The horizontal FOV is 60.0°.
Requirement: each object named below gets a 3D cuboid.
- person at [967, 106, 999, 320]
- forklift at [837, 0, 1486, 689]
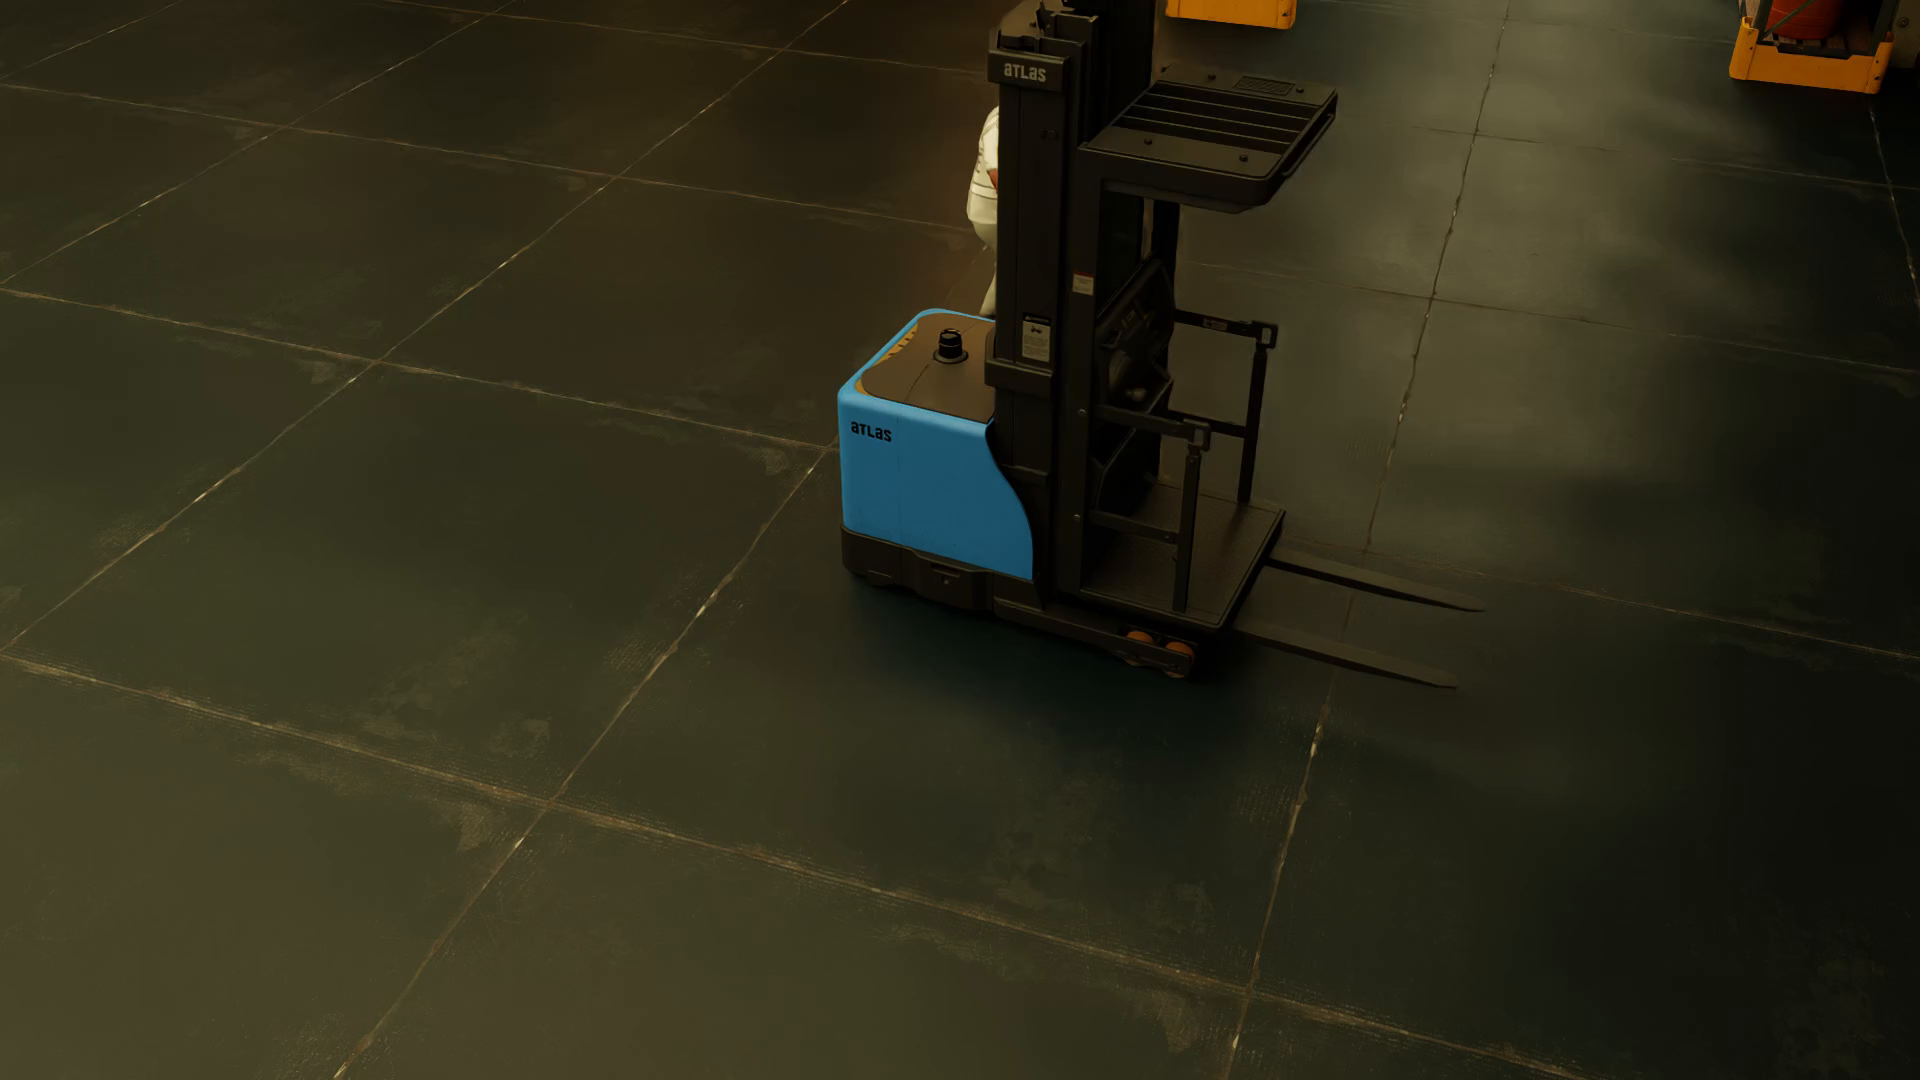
[{"bbox_3d":[0.360,-1.993,10.019,0.633,1.717,0.775,0,35,0],"label":"person"},{"bbox_3d":[0.966,-0.906,7.389,3.031,2.935,1.130,15,38,20],"label":"forklift"}]
